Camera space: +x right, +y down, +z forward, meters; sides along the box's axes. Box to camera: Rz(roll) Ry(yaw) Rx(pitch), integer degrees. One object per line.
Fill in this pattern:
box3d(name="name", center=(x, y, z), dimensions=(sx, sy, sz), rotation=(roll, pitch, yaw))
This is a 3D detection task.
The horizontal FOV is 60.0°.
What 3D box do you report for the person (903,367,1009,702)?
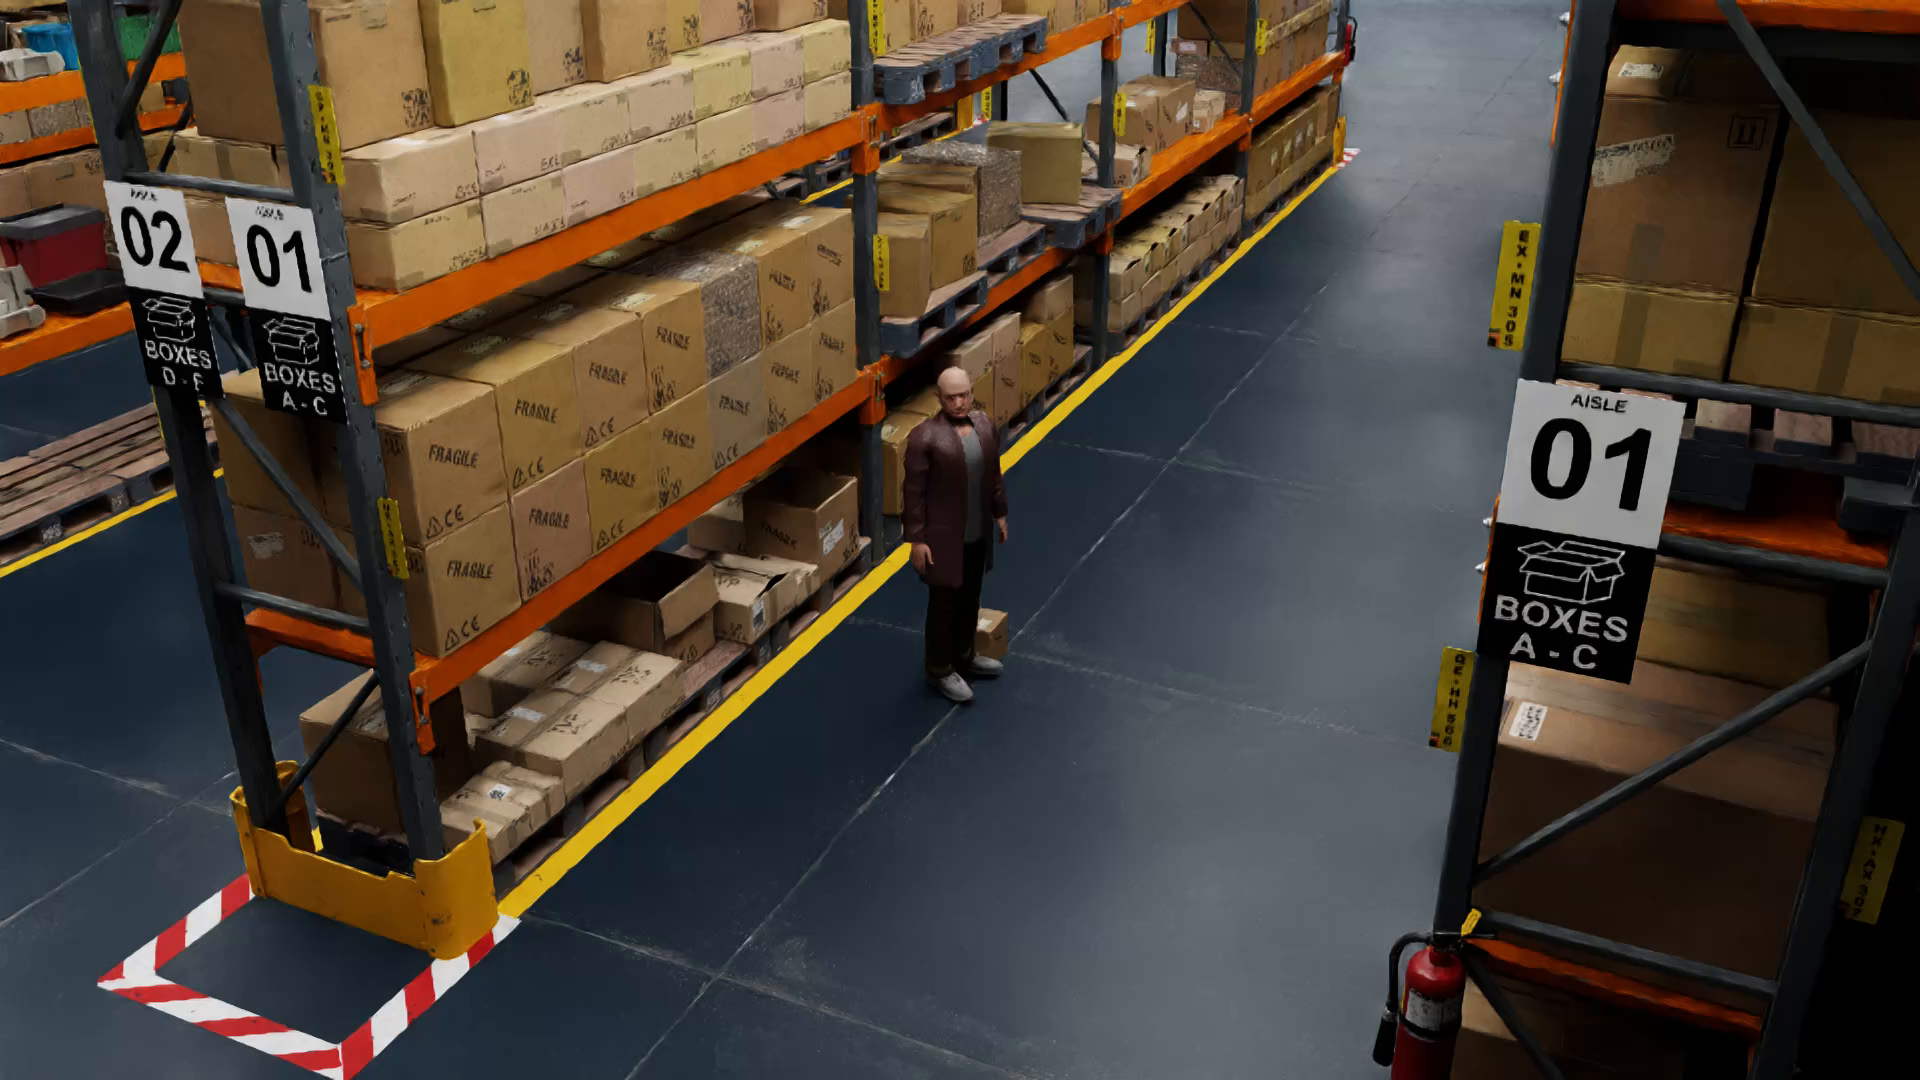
box3d(name="person", center=(0.018, -0.044, 8.667), dimensions=(0.674, 1.780, 0.437), rotation=(-22, 33, -38))
